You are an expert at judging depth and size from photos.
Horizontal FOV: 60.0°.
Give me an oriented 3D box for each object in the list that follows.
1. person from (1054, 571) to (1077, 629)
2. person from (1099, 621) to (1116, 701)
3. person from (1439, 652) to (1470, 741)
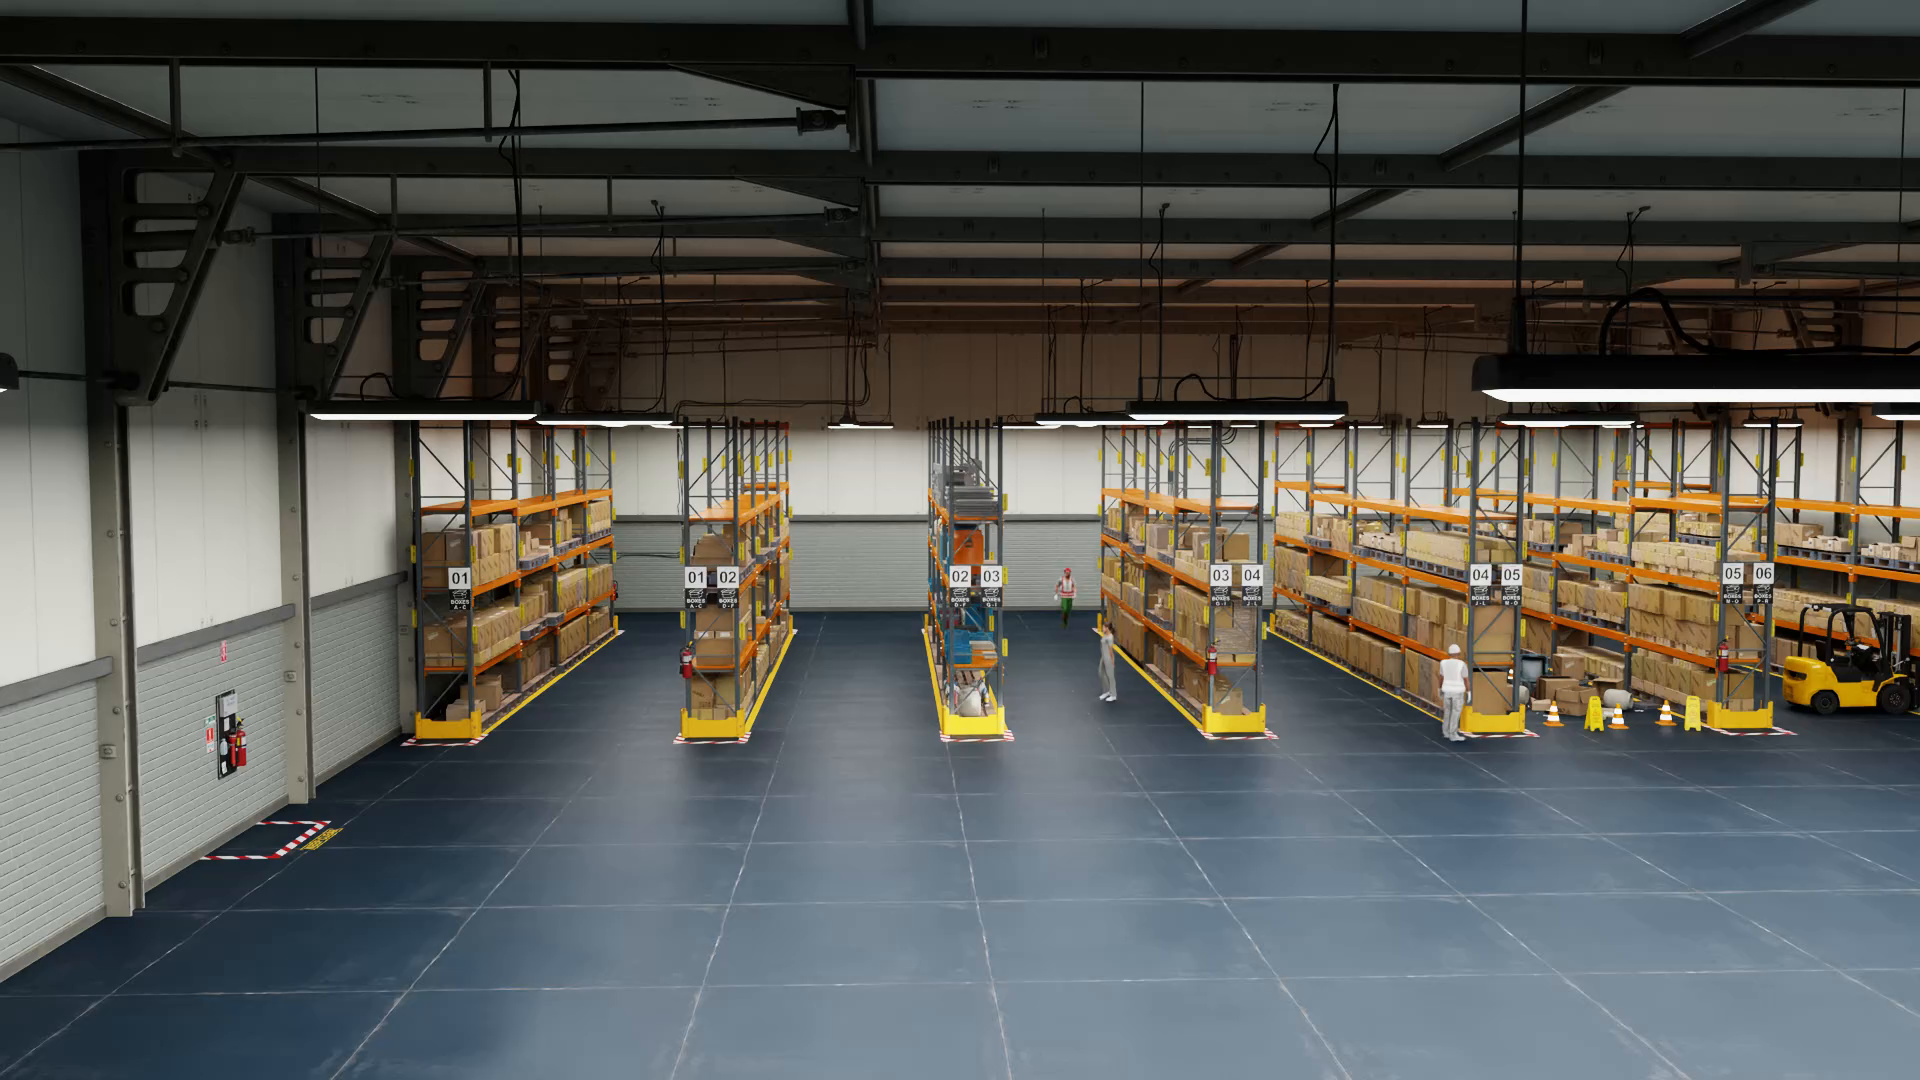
[{"bbox_3d":[3.101,1.760,48.514,0.602,1.806,0.769,-1,4,-16],"label":"person"},{"bbox_3d":[3.139,2.567,35.398,0.346,1.694,0.542,-1,4,-9],"label":"person"},{"bbox_3d":[9.216,2.846,30.854,0.505,1.768,0.608,-3,5,-42],"label":"person"}]
